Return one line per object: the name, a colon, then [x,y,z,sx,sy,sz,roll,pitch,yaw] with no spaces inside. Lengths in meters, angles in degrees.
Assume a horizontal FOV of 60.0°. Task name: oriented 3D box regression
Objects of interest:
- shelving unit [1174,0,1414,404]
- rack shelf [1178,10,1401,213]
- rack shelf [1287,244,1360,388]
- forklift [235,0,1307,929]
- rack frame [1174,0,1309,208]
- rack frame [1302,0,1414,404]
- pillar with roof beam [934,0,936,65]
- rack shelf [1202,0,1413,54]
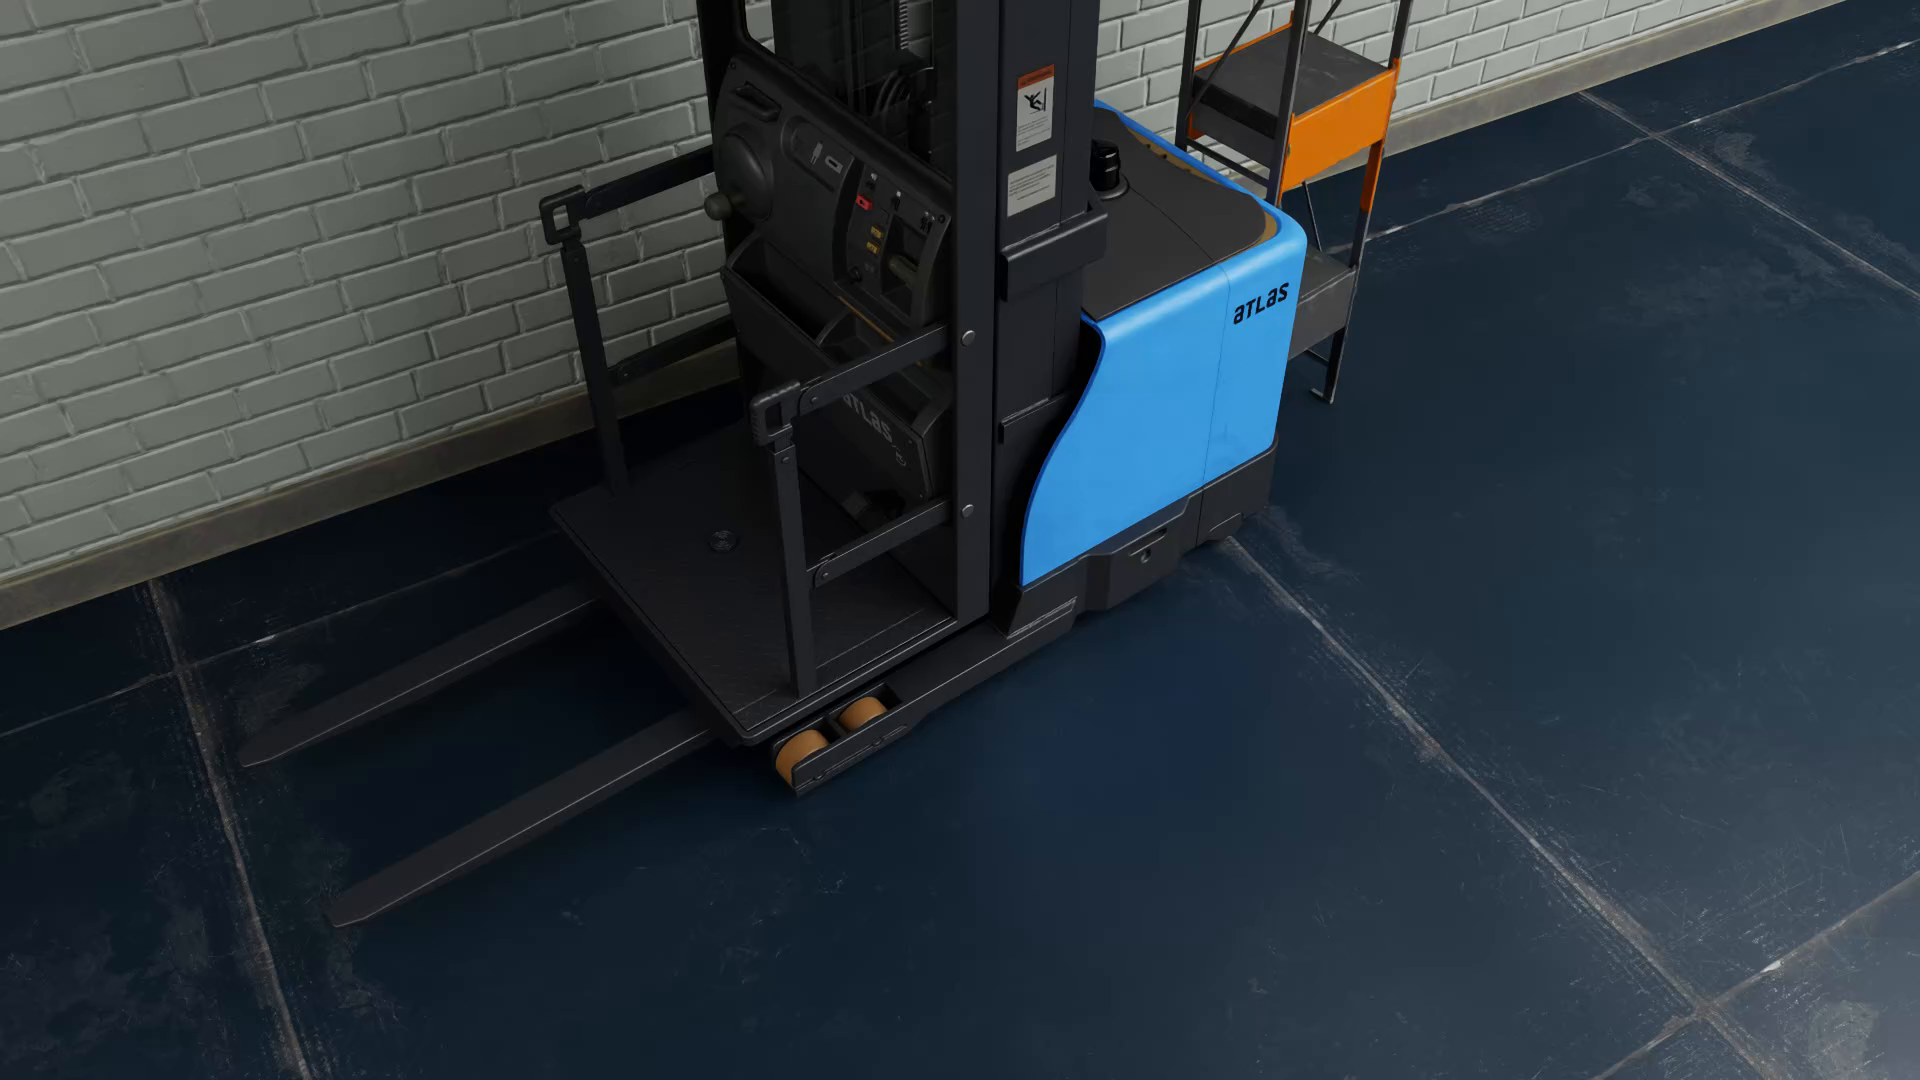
shelving unit: [0.966,-1.217,4.996,0.503,2.100,0.431,-31,52,-28]
rack shelf: [0.966,-1.207,5.006,0.480,0.518,0.431,-31,52,-28]
rack shelf: [0.966,-0.705,5.493,0.480,0.518,0.431,-31,52,-28]
forklift: [-0.495,-0.788,3.958,3.031,2.935,1.130,-28,51,-26]
rack frame: [0.782,-1.105,4.881,0.015,2.100,0.400,-31,52,-28]
rack frame: [1.149,-1.329,5.111,0.015,2.100,0.400,-31,52,-28]
pillar with roof beam: [2.306,-1.479,0.312,0.400,9.000,9.100,-22,48,-21]
rack shelf: [0.966,-1.709,4.518,0.480,0.518,0.431,-31,52,-28]
